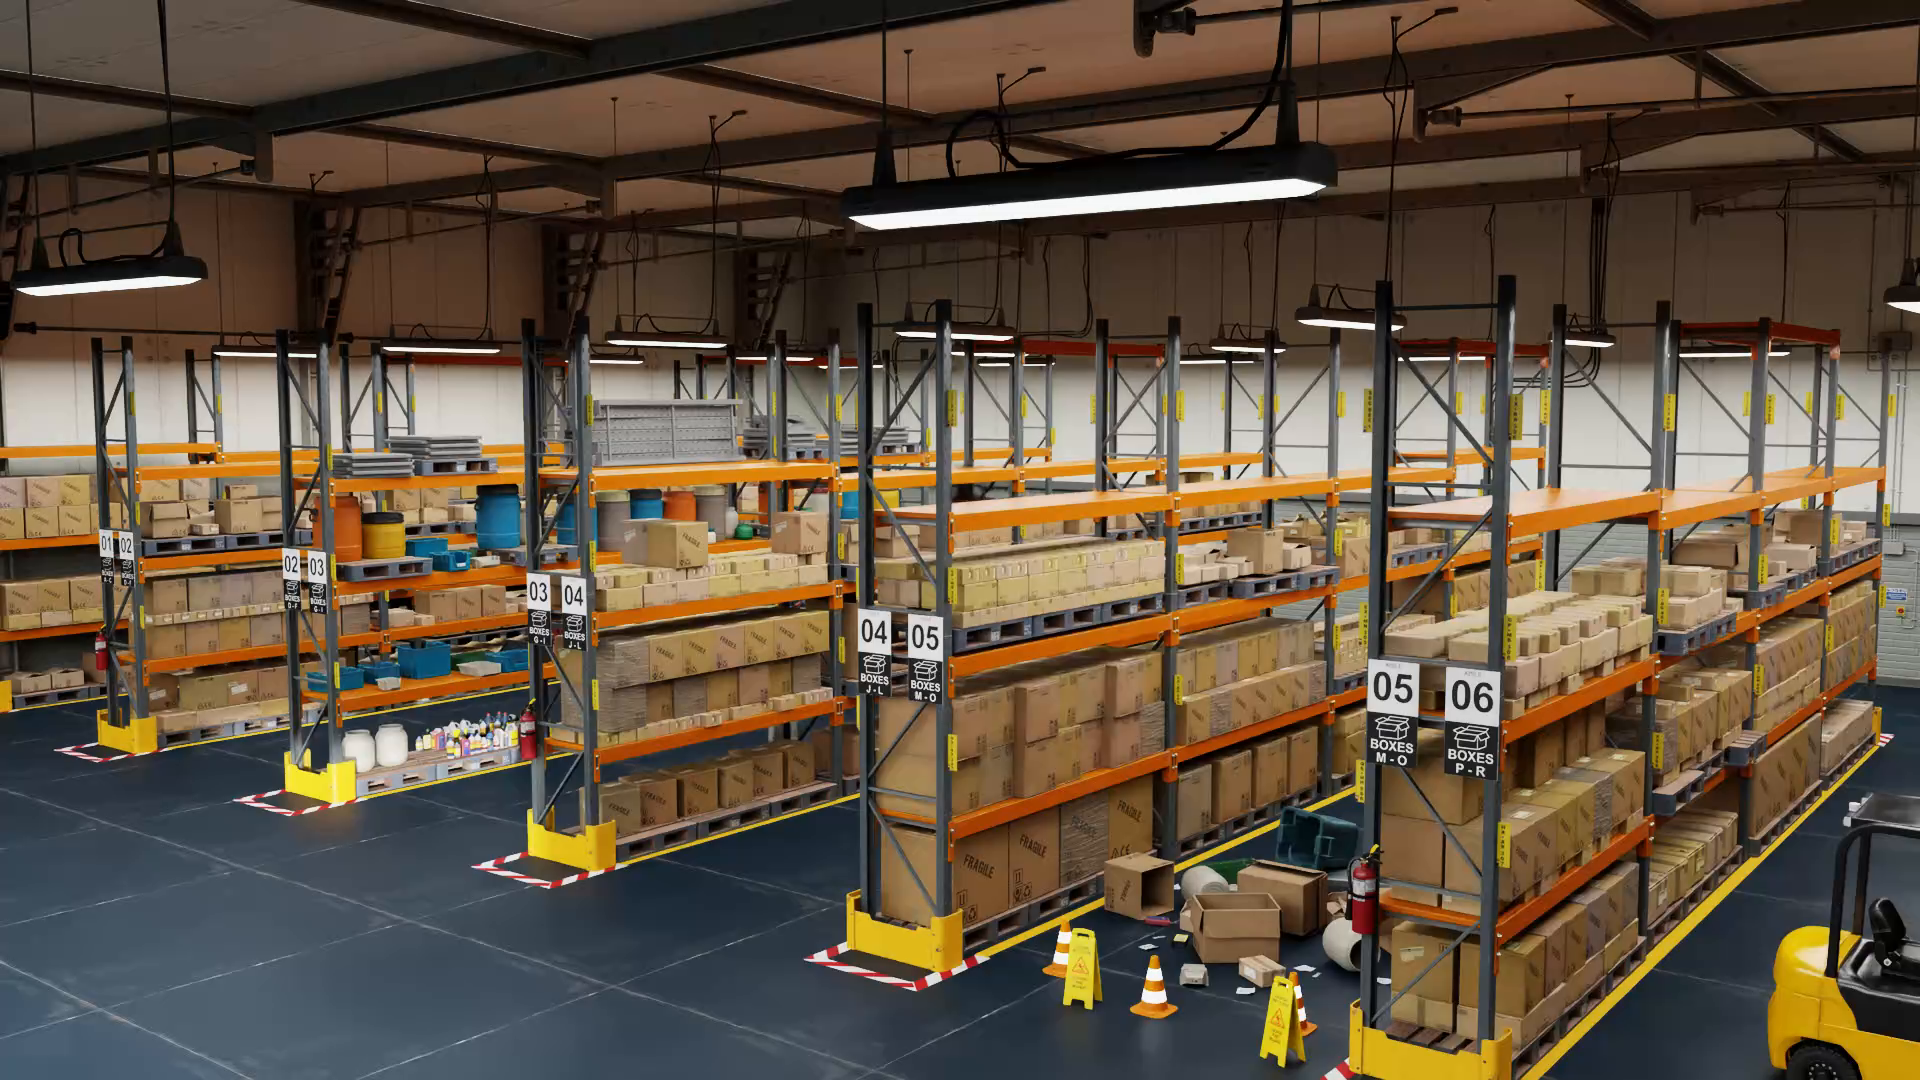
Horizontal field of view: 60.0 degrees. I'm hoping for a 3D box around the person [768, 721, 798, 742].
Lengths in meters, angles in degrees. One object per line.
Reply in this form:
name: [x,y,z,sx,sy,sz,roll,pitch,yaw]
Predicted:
person: [-2.502,2.317,23.177,0.498,1.667,0.449,-4,7,-41]
